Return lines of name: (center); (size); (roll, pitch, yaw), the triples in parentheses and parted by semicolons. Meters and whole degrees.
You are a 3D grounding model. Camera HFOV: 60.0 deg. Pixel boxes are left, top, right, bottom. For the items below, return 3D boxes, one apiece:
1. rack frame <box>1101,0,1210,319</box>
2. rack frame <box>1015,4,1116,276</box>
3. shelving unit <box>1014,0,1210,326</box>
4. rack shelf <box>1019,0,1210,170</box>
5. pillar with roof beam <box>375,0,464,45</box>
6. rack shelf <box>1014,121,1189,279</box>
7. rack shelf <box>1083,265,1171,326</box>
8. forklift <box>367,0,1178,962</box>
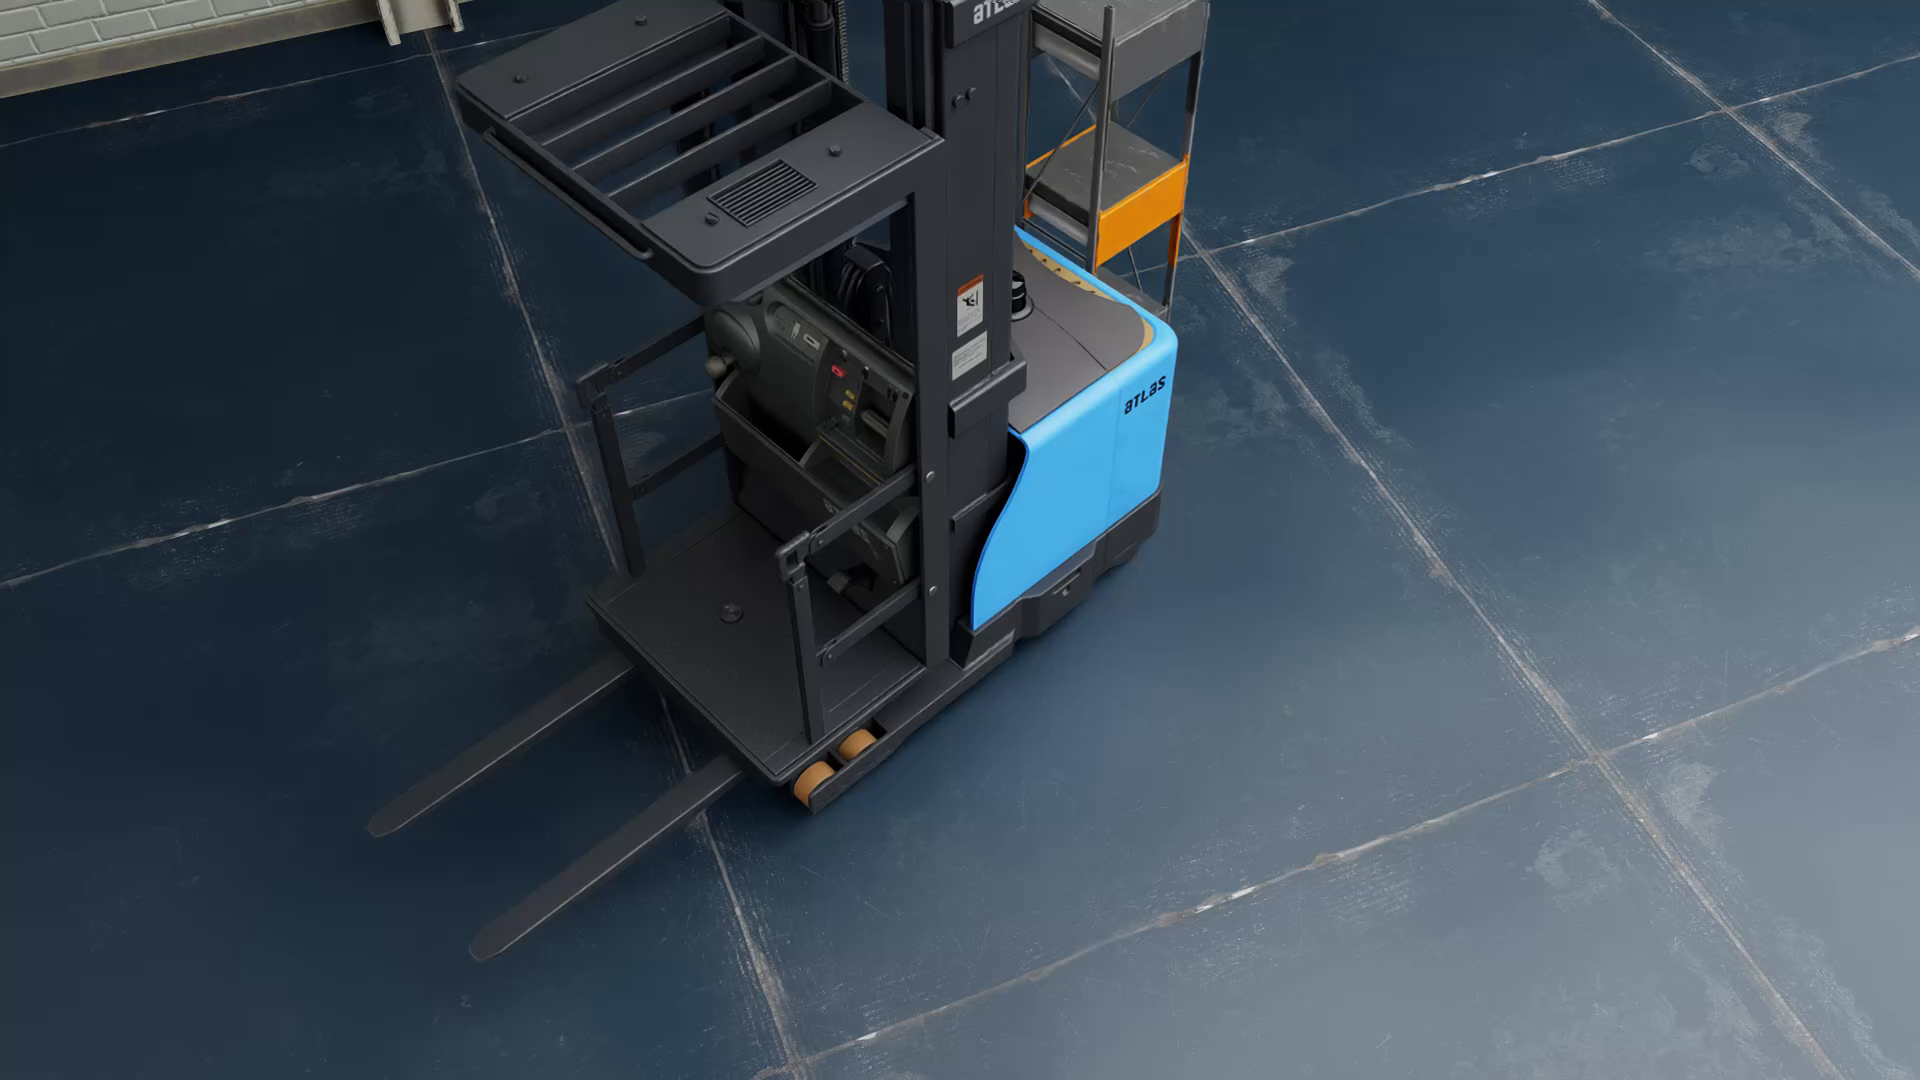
rack frame: (0.703, -1.363, 6.378); (0.015, 2.100, 0.400); (-36, 58, -27)
rack frame: (0.350, -1.108, 6.158); (0.015, 2.100, 0.400); (-36, 58, -27)
shelving unit: (0.527, -1.236, 6.268); (0.503, 2.100, 0.431); (-36, 58, -27)
rack shelf: (0.527, -1.683, 5.747); (0.480, 0.518, 0.431); (-36, 58, -27)
pillar with roof beam: (-1.281, -2.704, 2.981); (0.400, 9.000, 9.100); (-17, 52, -14)
rack shelf: (0.527, -1.227, 6.278); (0.480, 0.518, 0.431); (-36, 58, -27)
rack shelf: (0.527, -0.771, 6.809); (0.480, 0.518, 0.431); (-36, 58, -27)
forklift: (-0.634, -0.473, 5.065); (3.031, 2.935, 1.130); (-36, 58, -27)
